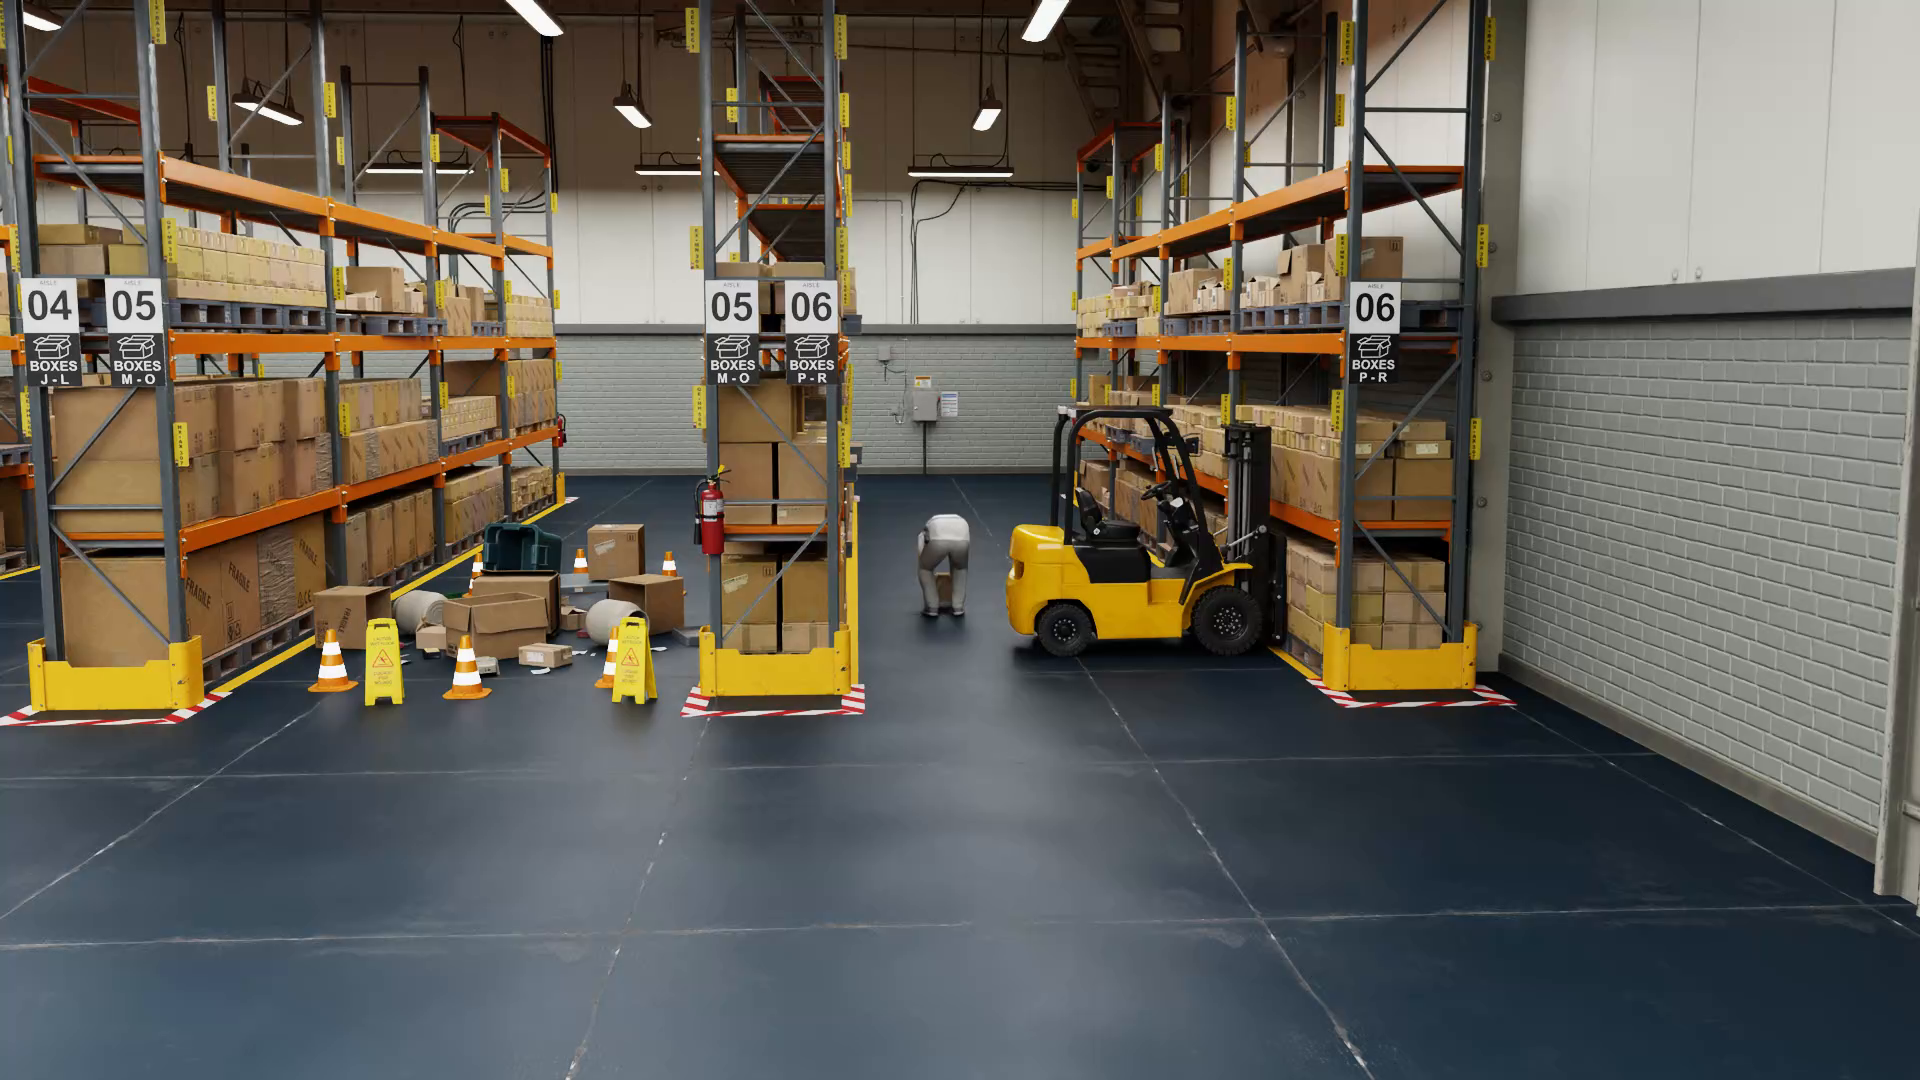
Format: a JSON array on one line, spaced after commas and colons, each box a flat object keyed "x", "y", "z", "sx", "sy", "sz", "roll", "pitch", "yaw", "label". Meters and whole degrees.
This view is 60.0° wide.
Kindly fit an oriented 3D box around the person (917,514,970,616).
[{"x": -0.186, "y": 0.229, "z": 16.892, "sx": 0.522, "sy": 1.020, "sz": 1.030, "roll": -1, "pitch": 7, "yaw": -10, "label": "person"}]
